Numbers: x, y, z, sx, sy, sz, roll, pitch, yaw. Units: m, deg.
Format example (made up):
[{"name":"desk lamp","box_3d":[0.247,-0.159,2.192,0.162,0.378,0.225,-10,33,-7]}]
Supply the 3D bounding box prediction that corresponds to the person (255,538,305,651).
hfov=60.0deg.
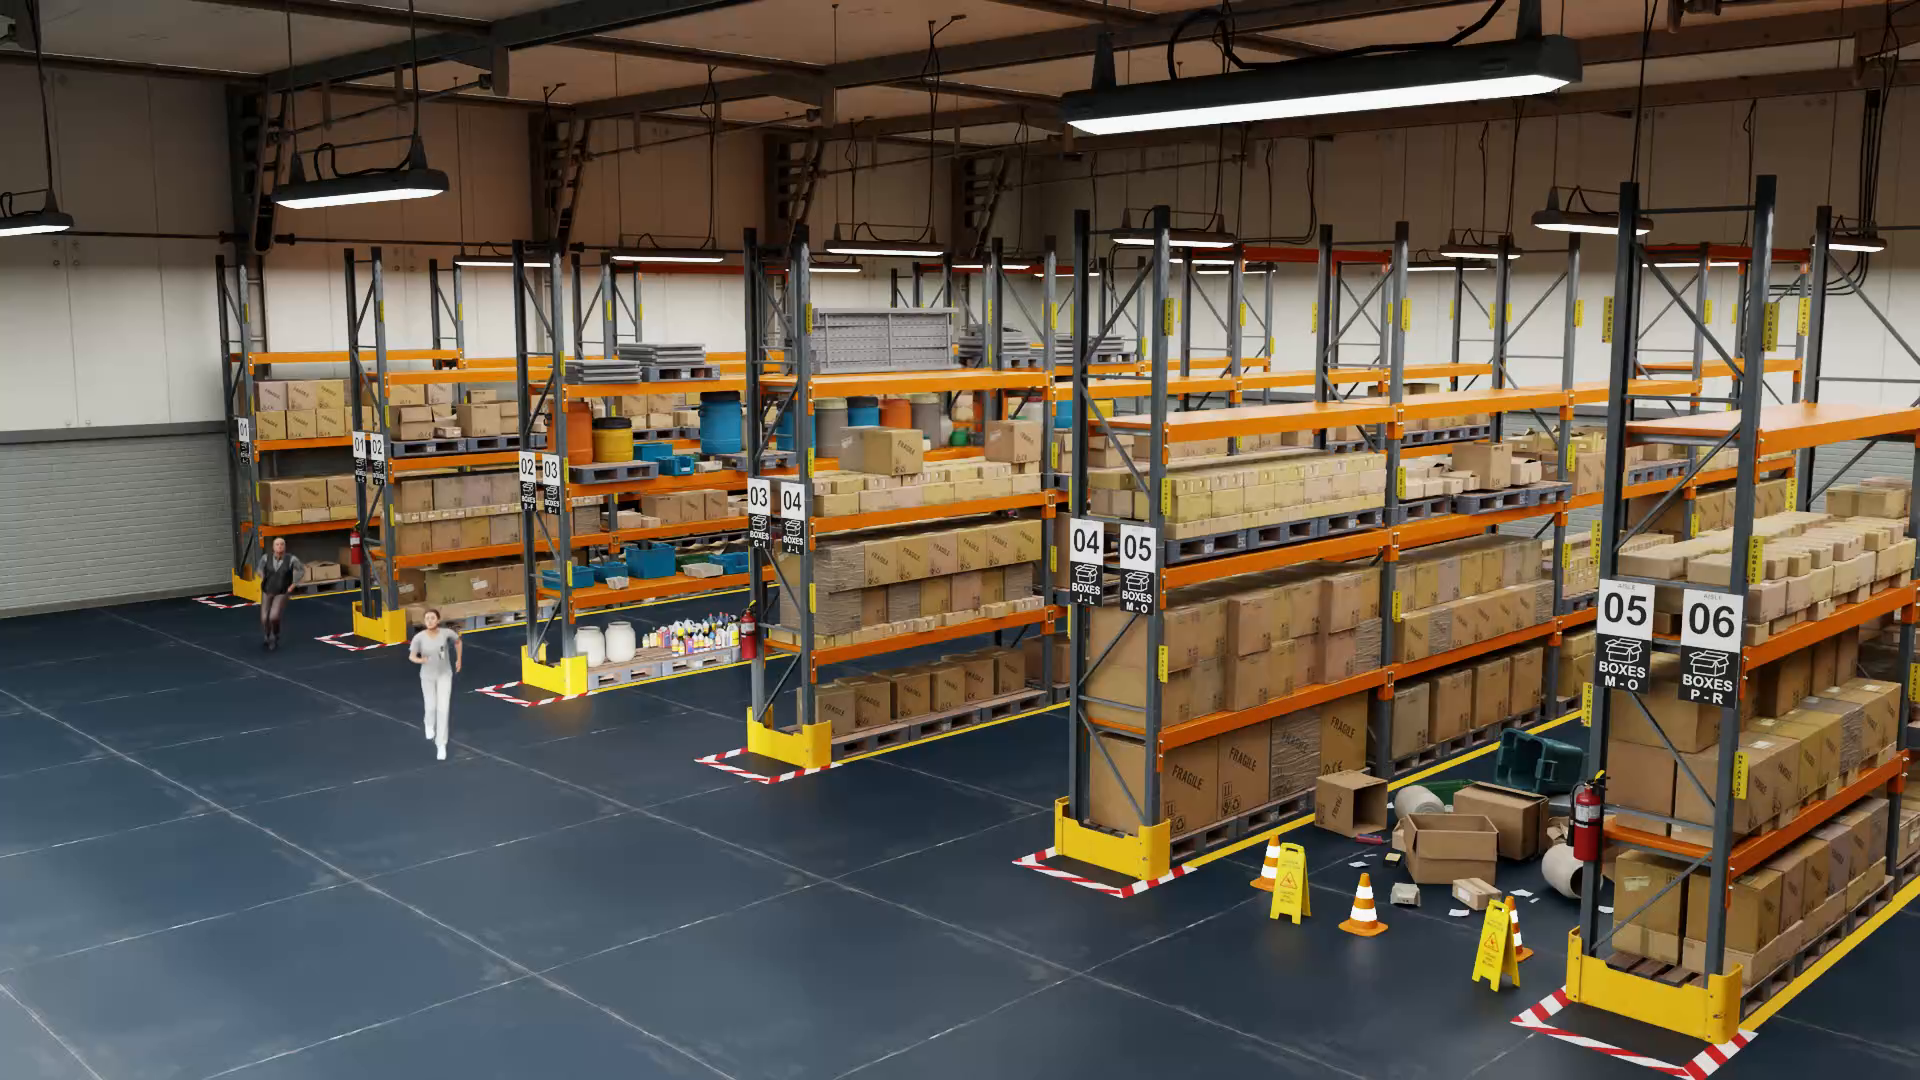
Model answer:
[{"name":"person","box_3d":[-10.228,0.818,24.949,0.664,1.703,0.658,0,8,-2]}]

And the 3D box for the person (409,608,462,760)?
[{"name":"person","box_3d":[-6.077,1.626,19.320,0.576,1.669,0.955,-2,8,-13]}]
